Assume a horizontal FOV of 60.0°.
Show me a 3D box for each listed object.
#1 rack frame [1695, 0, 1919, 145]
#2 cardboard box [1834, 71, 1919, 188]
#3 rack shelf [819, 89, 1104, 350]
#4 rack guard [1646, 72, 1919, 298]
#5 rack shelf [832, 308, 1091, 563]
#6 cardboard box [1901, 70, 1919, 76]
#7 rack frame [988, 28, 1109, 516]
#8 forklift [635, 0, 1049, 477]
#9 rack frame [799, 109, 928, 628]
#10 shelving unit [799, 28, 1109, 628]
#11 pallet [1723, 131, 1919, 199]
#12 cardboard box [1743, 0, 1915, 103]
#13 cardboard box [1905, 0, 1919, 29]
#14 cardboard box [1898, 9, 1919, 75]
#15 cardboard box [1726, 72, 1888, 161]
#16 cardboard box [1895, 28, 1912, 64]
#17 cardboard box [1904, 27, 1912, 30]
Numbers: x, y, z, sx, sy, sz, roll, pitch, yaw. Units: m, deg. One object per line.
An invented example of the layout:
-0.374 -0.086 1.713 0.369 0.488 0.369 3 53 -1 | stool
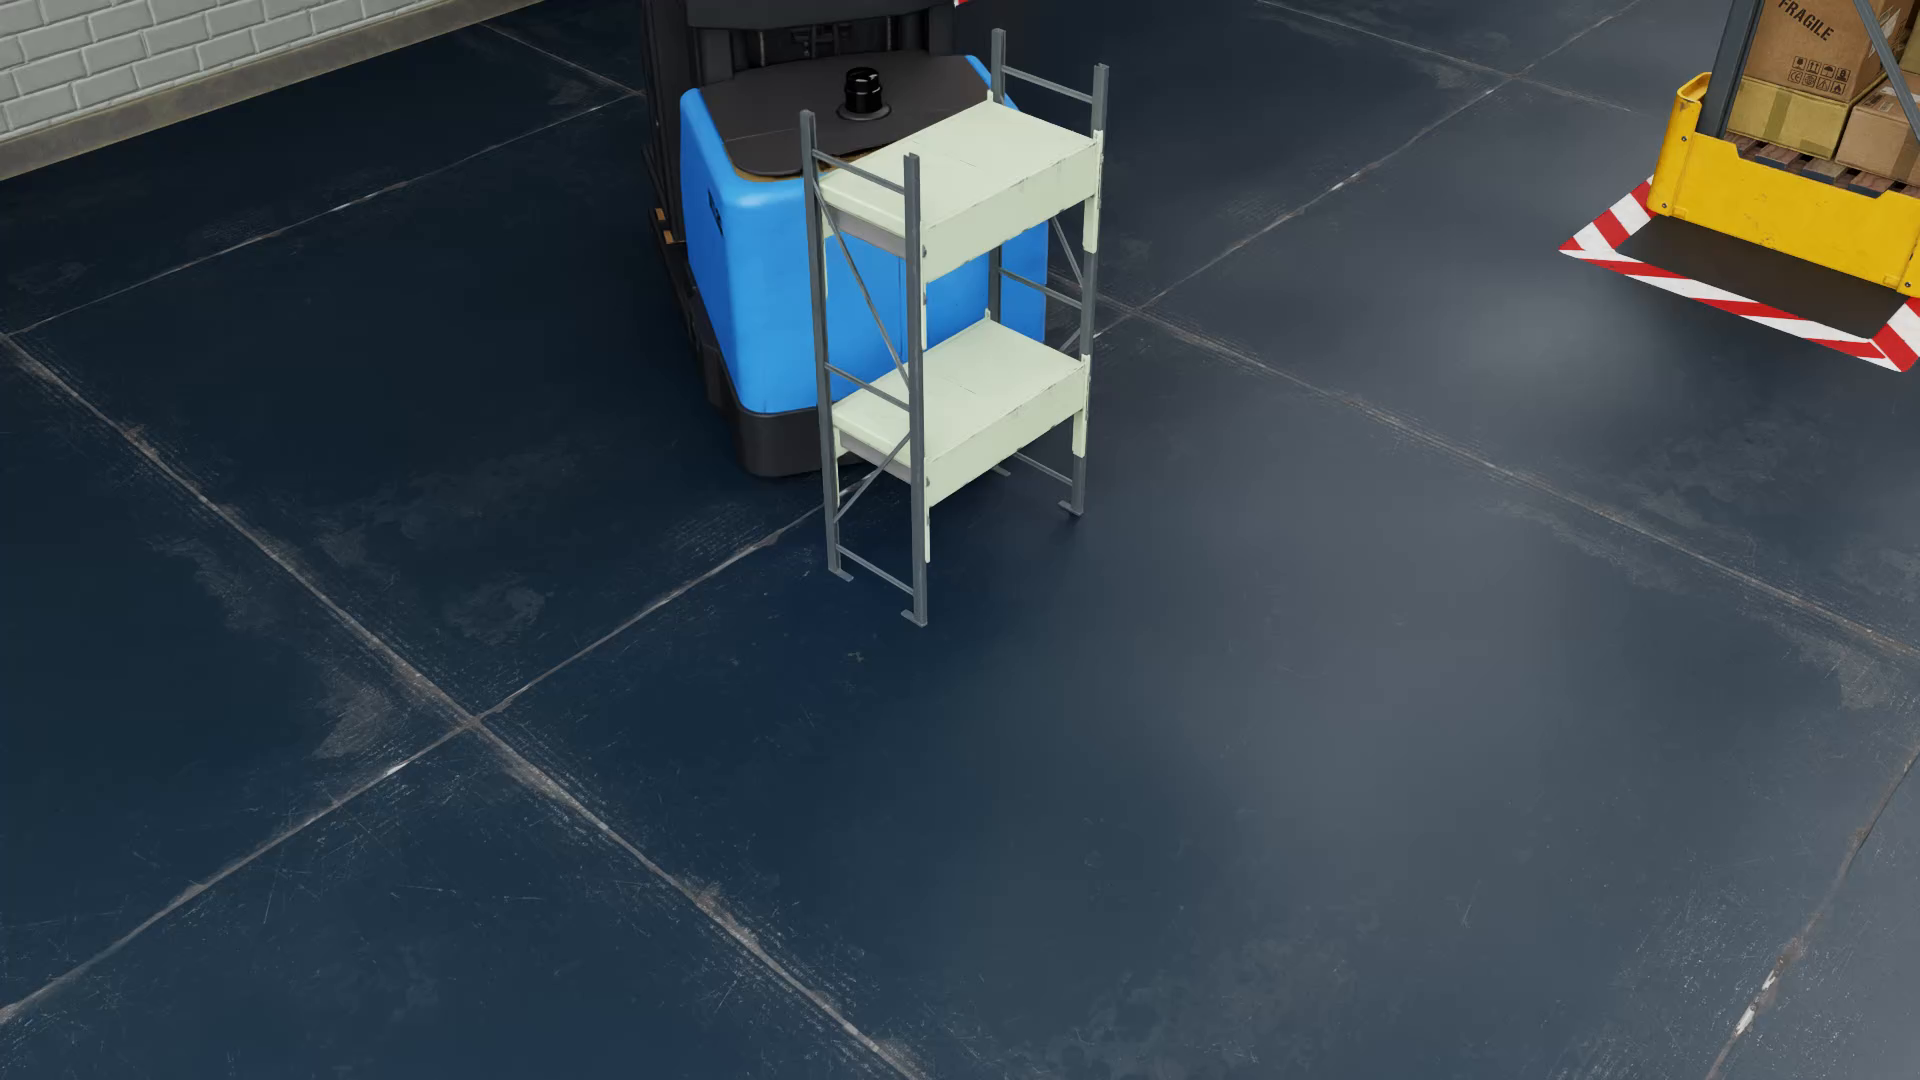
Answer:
3.434 -2.424 5.888 1.000 3.000 0.127 30 47 32 | rack frame
3.960 -1.665 6.805 0.500 0.250 0.500 30 47 32 | cardboard box
-0.004 -0.889 4.536 0.431 0.370 0.720 30 47 32 | rack shelf
3.418 -1.434 6.652 1.175 0.500 0.348 30 47 32 | rack guard
-0.004 -0.329 4.982 0.431 0.370 0.720 30 47 32 | rack shelf
4.295 -1.896 7.096 0.500 0.250 0.500 30 47 32 | cardboard box
0.242 -0.752 4.991 0.400 1.500 0.023 30 47 32 | rack frame
-0.625 -2.273 5.754 1.130 2.935 3.031 -11 40 -13 | forklift
-0.251 -0.416 4.568 0.400 1.500 0.023 30 47 32 | rack frame
-0.004 -0.584 4.779 0.431 1.500 0.755 30 47 32 | shelving unit
3.919 -1.701 7.220 1.003 0.211 1.213 30 47 32 | pallet
3.576 -2.177 6.846 0.500 0.500 0.500 30 47 32 | cardboard box
4.240 -2.642 7.432 0.500 0.500 0.500 30 47 32 | cardboard box
4.296 -2.189 6.862 0.500 0.500 0.500 30 47 32 | cardboard box
3.578 -1.882 7.079 0.500 0.250 0.500 30 47 32 | cardboard box
3.906 -2.117 7.374 0.500 0.250 0.500 30 47 32 | cardboard box
4.242 -2.347 7.664 0.500 0.250 0.500 30 47 32 | cardboard box
